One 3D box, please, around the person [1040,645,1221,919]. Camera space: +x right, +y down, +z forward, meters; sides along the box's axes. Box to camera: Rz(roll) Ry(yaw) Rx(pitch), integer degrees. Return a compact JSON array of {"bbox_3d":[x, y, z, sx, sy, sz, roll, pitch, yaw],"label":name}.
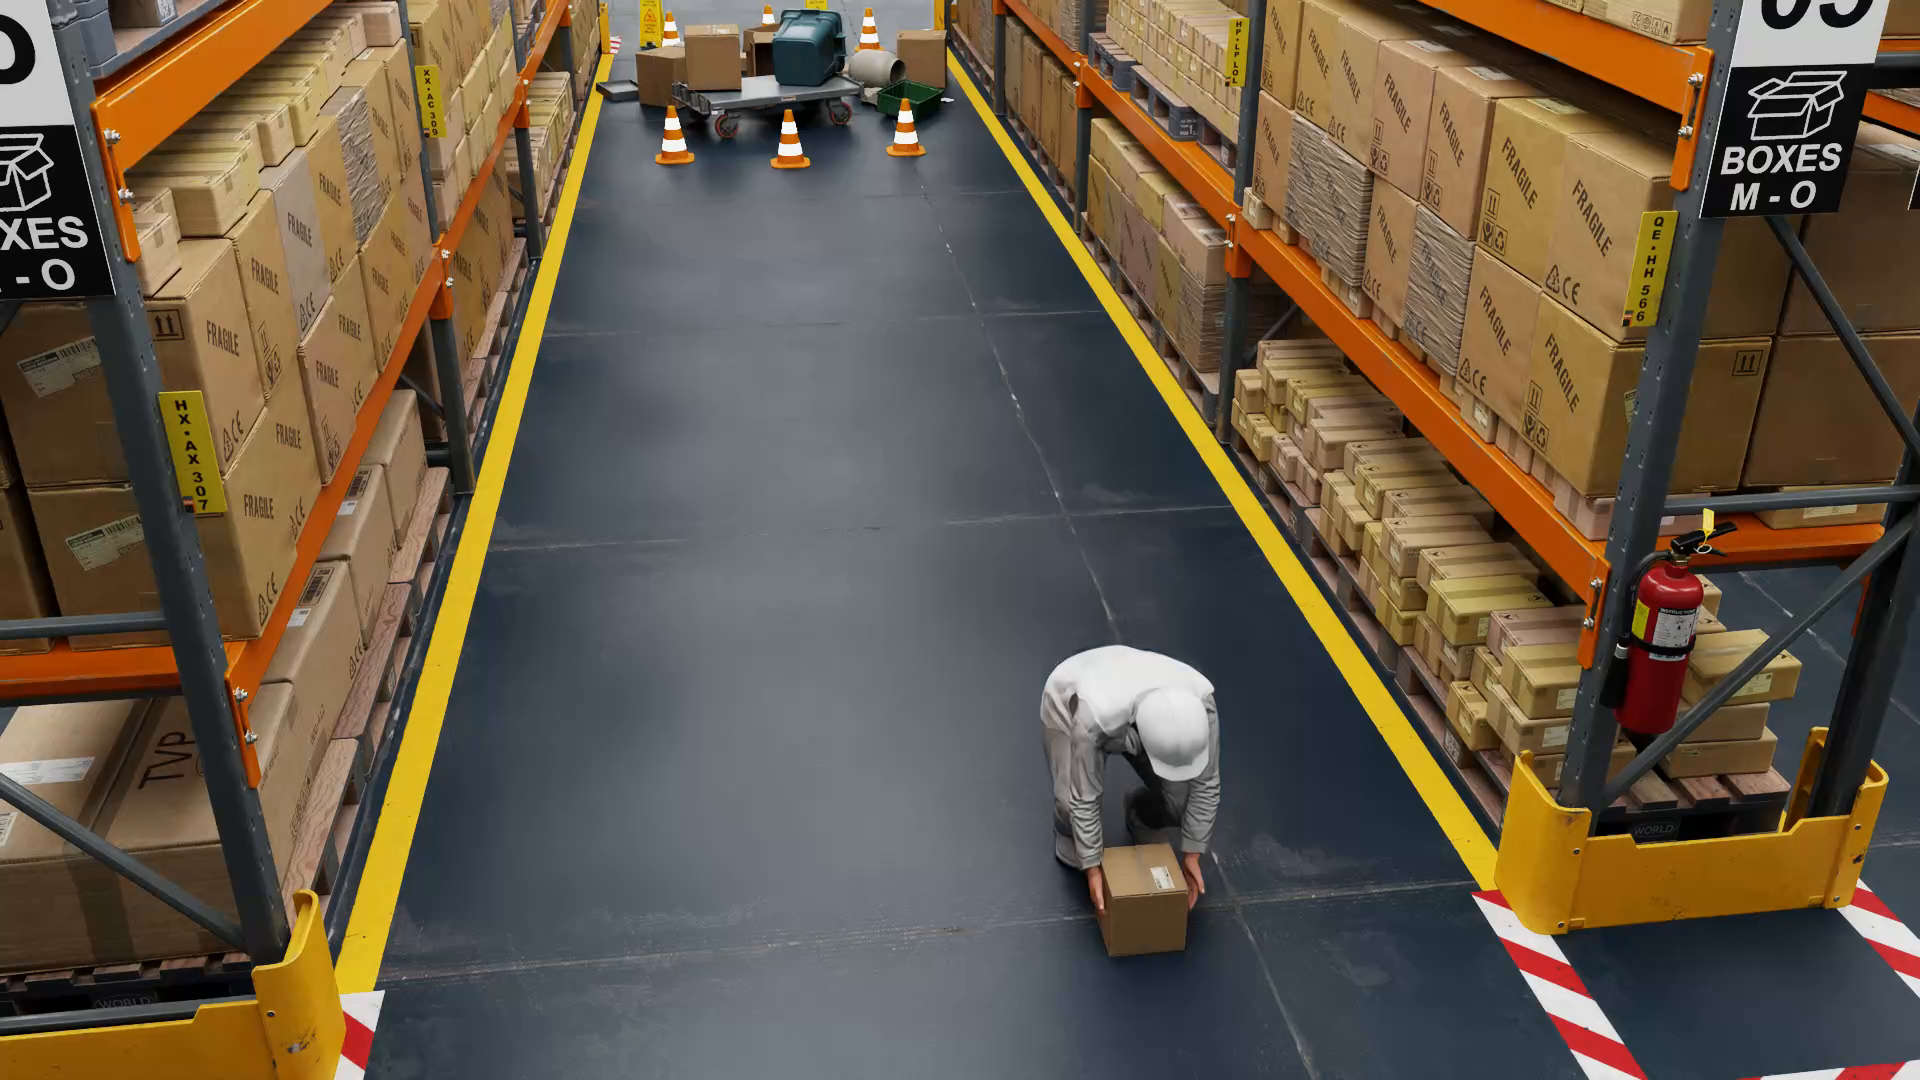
[{"bbox_3d":[0.570,0.731,5.589,0.534,0.930,0.913,-4,27,-7],"label":"person"}]
